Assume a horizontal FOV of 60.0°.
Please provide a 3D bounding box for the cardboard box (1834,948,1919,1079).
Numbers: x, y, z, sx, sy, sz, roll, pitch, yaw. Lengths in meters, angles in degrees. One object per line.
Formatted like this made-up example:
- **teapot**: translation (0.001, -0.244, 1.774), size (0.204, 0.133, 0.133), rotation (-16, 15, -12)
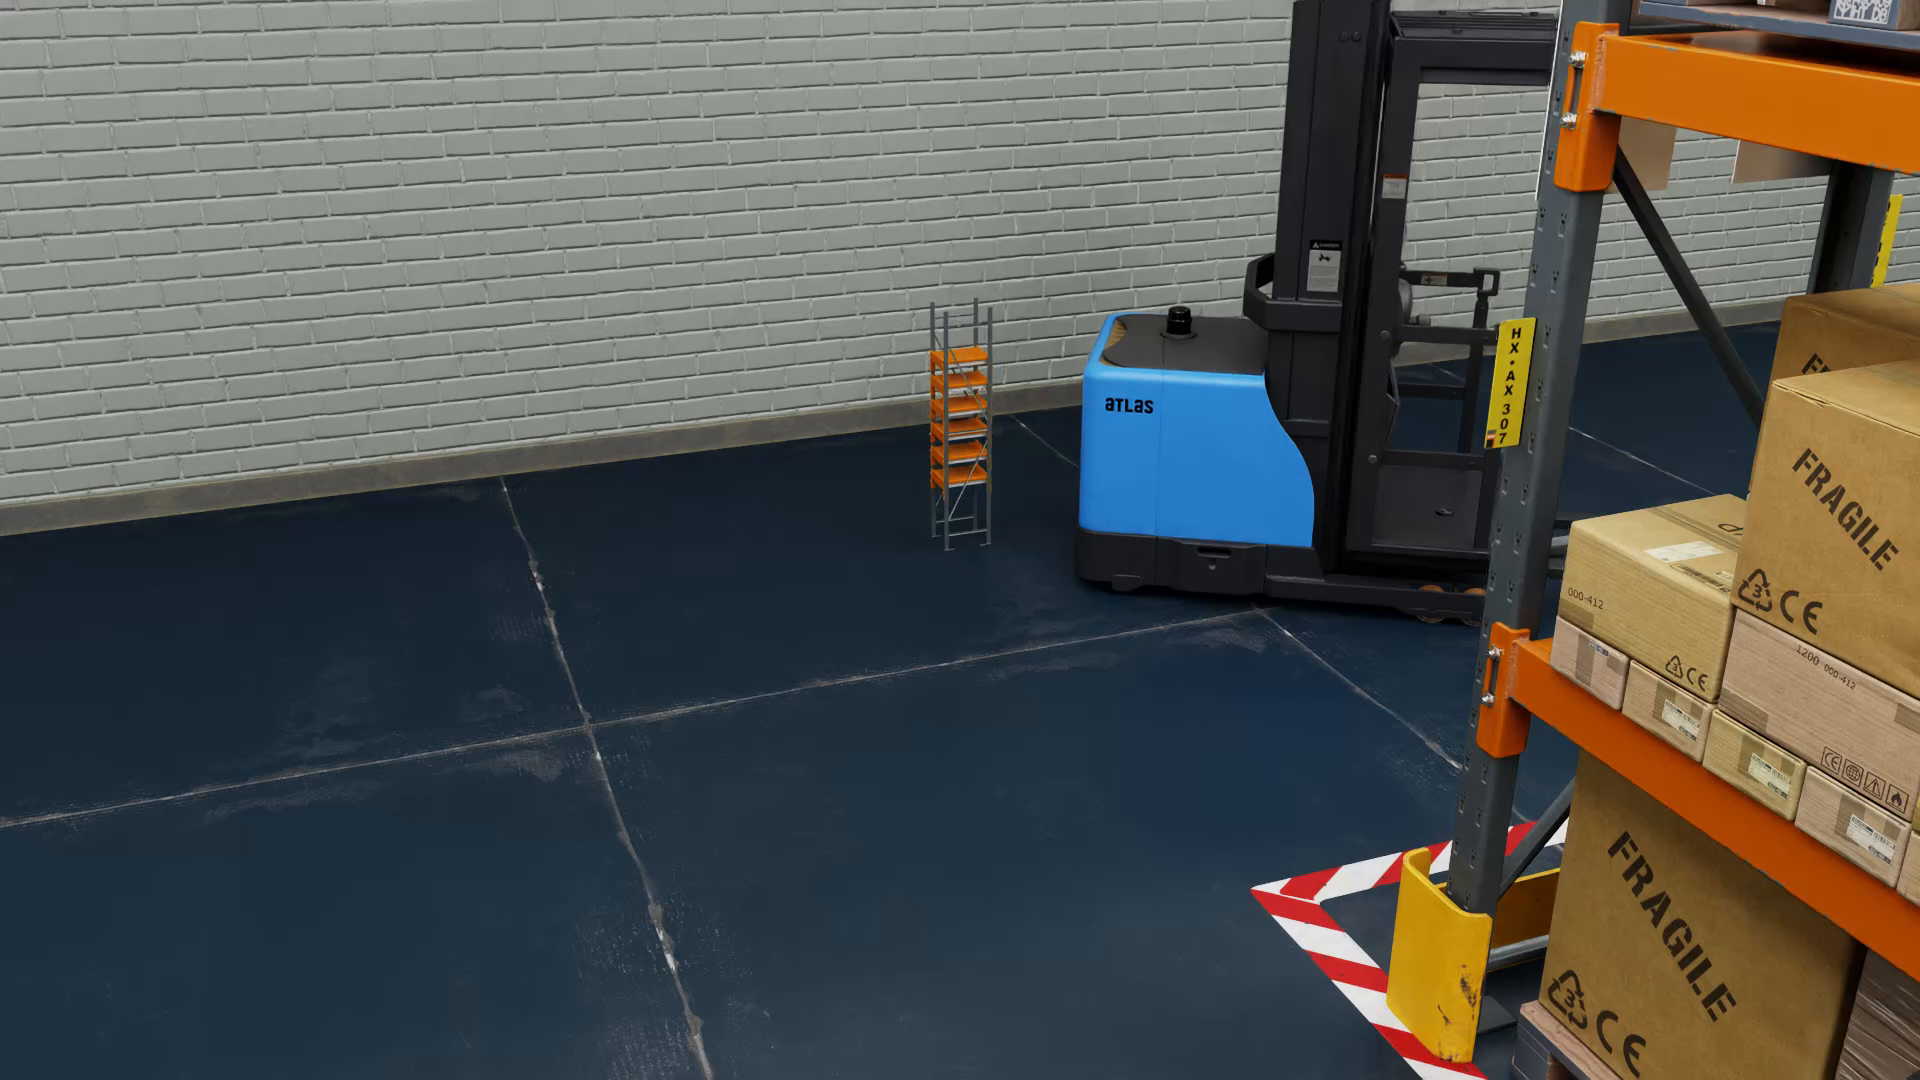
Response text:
- **cardboard box**: translation (2.492, 1.317, 3.459), size (0.875, 0.875, 0.875), rotation (-8, 24, -19)

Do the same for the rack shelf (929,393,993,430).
- **rack shelf**: translation (0.005, -0.617, 7.975), size (0.258, 0.103, 0.180), rotation (-8, 24, -19)

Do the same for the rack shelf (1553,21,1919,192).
- **rack shelf**: translation (2.576, -0.345, 2.271), size (1.077, 0.370, 4.000), rotation (-8, 24, -19)

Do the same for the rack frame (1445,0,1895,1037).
- **rack frame**: translation (1.870, -0.021, 4.438), size (1.000, 3.000, 0.127), rotation (-8, 24, -19)

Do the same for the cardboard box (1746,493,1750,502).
- **cardboard box**: translation (2.289, 0.050, 4.078), size (0.500, 0.250, 0.500), rotation (-9, 24, -20)

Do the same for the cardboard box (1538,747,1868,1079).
- **cardboard box**: translation (2.171, 0.986, 4.244), size (0.875, 0.875, 0.875), rotation (-8, 24, -19)

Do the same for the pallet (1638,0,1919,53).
- **pallet**: translation (2.142, -1.095, 3.237), size (1.003, 0.211, 1.213), rotation (-8, 24, -19)

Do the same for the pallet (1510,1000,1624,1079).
- **pallet**: translation (2.226, 1.544, 4.316), size (1.003, 0.211, 1.213), rotation (-8, 24, -19)

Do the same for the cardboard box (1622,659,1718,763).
- **cardboard box**: translation (1.779, 0.362, 3.853), size (0.380, 0.149, 0.250), rotation (-9, 24, -20)

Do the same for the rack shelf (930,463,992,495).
- **rack shelf**: translation (0.005, -0.286, 8.115), size (0.258, 0.103, 0.180), rotation (-8, 24, -19)

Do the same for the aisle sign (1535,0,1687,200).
- **aisle sign**: translation (1.564, -1.204, 3.898), size (0.394, 0.787, 0.004), rotation (-8, 24, -19)

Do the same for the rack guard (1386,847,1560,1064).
- **rack guard**: translation (1.861, 1.122, 4.945), size (1.175, 0.500, 0.348), rotation (-8, 24, -19)

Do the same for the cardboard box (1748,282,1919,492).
- **cardboard box**: translation (2.288, -0.294, 3.930), size (0.500, 0.500, 0.500), rotation (-8, 24, -18)

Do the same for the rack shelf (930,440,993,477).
- **rack shelf**: translation (0.005, -0.396, 8.068), size (0.258, 0.103, 0.180), rotation (-8, 24, -19)

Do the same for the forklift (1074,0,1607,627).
- **forklift**: translation (2.100, -1.193, 7.306), size (3.031, 2.935, 1.130), rotation (4, 23, 10)

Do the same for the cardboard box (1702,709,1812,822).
- **cardboard box**: translation (1.869, 0.455, 3.632), size (0.380, 0.149, 0.250), rotation (-9, 24, -20)

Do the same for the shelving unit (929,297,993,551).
- **shelving unit**: translation (0.005, -0.548, 8.004), size (0.258, 1.200, 0.189), rotation (-8, 24, -19)

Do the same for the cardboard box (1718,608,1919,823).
- **cardboard box**: translation (1.977, 0.310, 3.462), size (0.500, 0.250, 0.500), rotation (-9, 24, -20)

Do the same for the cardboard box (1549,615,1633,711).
- **cardboard box**: translation (1.687, 0.269, 4.074), size (0.380, 0.149, 0.250), rotation (-8, 24, -18)

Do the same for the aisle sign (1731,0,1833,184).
- **aisle sign**: translation (2.125, -1.286, 4.093), size (0.394, 0.787, 0.004), rotation (-8, 24, -19)

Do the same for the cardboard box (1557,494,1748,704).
- **cardboard box**: translation (1.787, 0.122, 3.908), size (0.500, 0.250, 0.500), rotation (-9, 24, -20)

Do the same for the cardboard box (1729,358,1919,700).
- **cardboard box**: translation (1.964, -0.042, 3.331), size (0.500, 0.500, 0.500), rotation (-9, 24, -20)

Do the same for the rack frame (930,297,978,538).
- **rack frame**: translation (-0.027, -0.581, 8.083), size (0.240, 1.200, 0.006), rotation (-8, 24, -19)

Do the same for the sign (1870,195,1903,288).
- **sign**: translation (2.382, -0.733, 4.332), size (0.100, 0.325, 0.005), rotation (-8, 24, -19)

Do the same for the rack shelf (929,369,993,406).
- **rack shelf**: translation (0.005, -0.728, 7.929), size (0.258, 0.103, 0.180), rotation (-8, 24, -19)

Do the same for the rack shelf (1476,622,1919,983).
- **rack shelf**: translation (2.576, 1.037, 2.854), size (1.077, 0.370, 4.000), rotation (-8, 24, -19)

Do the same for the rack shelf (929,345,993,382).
- **rack shelf**: translation (0.005, -0.838, 7.882), size (0.258, 0.103, 0.180), rotation (-8, 24, -19)

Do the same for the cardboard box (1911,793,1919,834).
- **cardboard box**: translation (2.151, 0.493, 3.028), size (0.500, 0.250, 0.500), rotation (-9, 25, -21)

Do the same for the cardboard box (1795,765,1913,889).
- **cardboard box**: translation (1.963, 0.549, 3.408), size (0.380, 0.149, 0.250), rotation (-9, 24, -20)

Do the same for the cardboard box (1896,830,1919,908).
- **cardboard box**: translation (2.051, 0.642, 3.188), size (0.380, 0.149, 0.250), rotation (-9, 24, -20)

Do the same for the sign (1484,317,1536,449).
- **sign**: translation (1.349, -0.383, 4.079), size (0.100, 0.325, 0.005), rotation (-8, 24, -19)

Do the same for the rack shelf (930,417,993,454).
- **rack shelf**: translation (0.005, -0.507, 8.022), size (0.258, 0.103, 0.180), rotation (-8, 24, -19)

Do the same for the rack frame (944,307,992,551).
- **rack frame**: translation (0.037, -0.514, 7.926), size (0.240, 1.200, 0.006), rotation (-8, 24, -19)
